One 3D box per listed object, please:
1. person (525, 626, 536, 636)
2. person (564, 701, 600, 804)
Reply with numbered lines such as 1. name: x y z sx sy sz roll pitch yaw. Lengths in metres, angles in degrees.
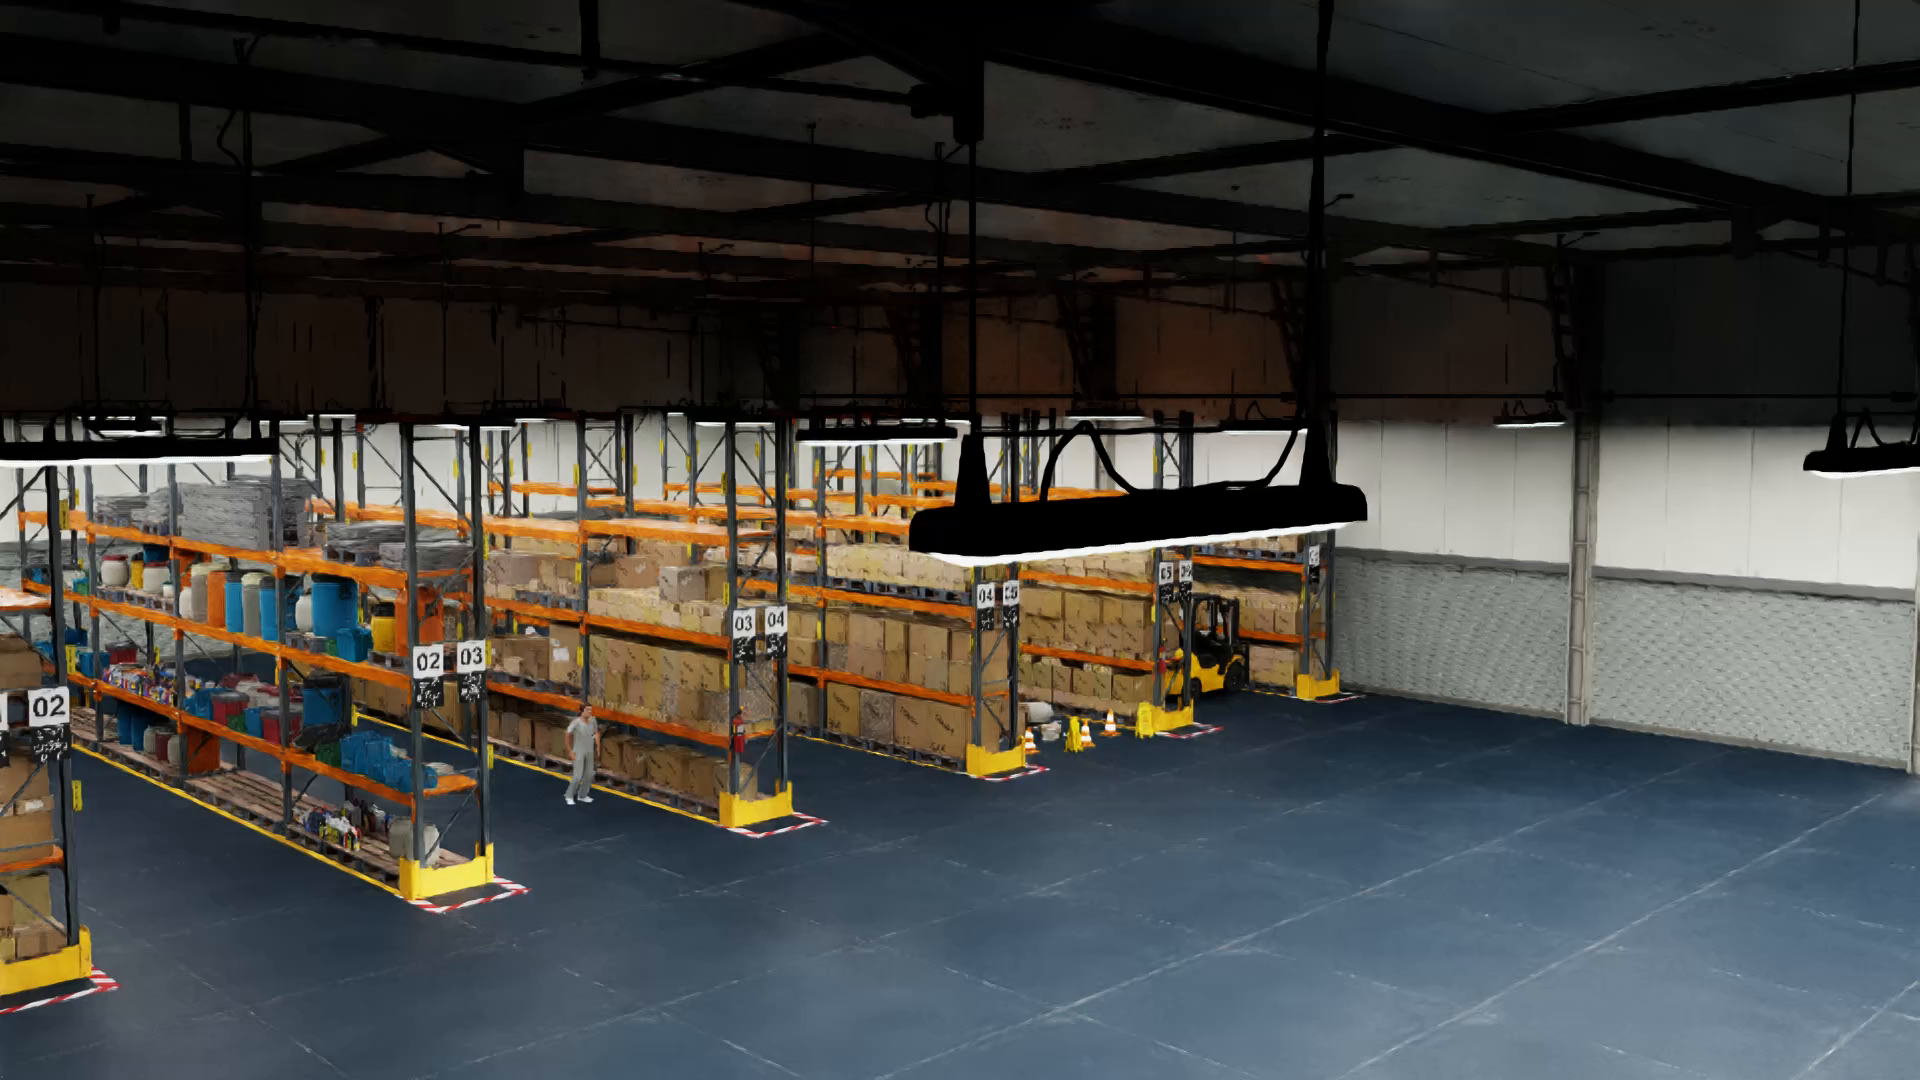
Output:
1. person: -8.590 2.577 33.357 1.029 1.725 0.555 5 7 44
2. person: -5.863 3.292 25.791 0.507 1.619 0.580 5 7 44
